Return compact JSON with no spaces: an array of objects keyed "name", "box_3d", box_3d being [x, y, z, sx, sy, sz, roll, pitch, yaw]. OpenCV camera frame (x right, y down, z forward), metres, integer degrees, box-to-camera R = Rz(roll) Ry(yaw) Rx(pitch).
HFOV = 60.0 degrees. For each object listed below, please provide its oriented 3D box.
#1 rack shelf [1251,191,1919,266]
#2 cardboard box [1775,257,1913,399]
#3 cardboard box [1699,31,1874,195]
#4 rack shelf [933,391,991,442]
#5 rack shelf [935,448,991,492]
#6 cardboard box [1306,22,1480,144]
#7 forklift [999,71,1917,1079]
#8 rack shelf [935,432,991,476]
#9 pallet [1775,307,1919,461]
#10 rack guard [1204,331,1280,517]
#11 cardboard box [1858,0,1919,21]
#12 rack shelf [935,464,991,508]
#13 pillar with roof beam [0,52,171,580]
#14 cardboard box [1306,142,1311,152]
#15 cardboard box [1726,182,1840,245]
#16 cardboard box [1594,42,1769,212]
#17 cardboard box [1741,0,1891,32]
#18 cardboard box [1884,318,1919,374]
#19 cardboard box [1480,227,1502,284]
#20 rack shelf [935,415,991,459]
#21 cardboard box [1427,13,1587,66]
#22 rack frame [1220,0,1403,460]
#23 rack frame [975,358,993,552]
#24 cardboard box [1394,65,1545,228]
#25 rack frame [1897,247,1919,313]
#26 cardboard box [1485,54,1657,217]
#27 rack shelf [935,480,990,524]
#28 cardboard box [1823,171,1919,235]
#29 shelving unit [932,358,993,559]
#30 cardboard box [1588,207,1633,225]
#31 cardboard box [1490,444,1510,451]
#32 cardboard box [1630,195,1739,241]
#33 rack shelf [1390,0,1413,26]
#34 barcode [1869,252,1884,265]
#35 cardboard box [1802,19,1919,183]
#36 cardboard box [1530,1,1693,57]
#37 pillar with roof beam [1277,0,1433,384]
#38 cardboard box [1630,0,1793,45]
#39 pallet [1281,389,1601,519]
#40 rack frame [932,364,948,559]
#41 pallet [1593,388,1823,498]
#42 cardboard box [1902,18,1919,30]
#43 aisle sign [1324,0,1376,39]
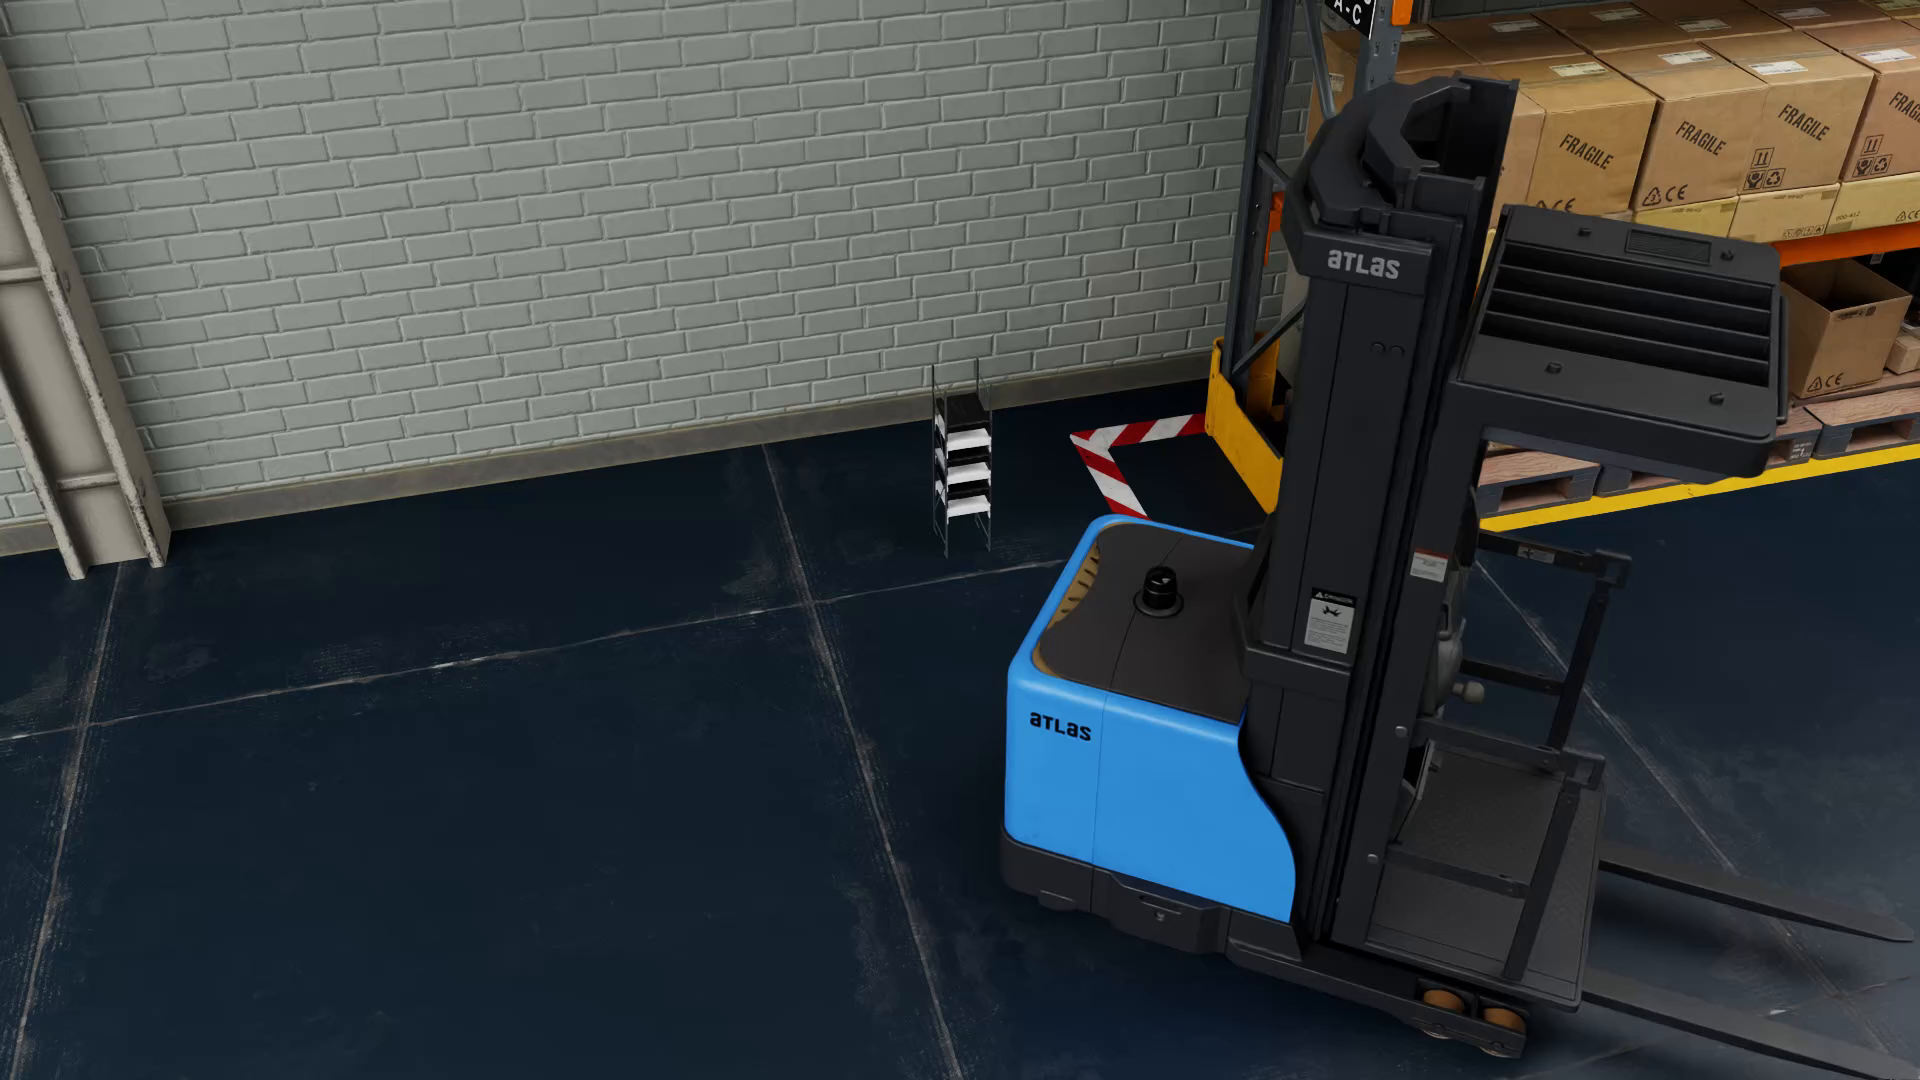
[{"name":"rack shelf","box_3d":[3.409,-1.495,7.828,4.000,0.370,1.077,-9,38,-12]},{"name":"cardboard box","box_3d":[4.349,-1.092,8.404,0.500,0.500,0.500,-12,39,-15]},{"name":"cardboard box","box_3d":[3.493,-1.849,7.188,0.500,0.500,0.500,-8,38,-11]},{"name":"rack shelf","box_3d":[0.008,-0.547,7.334,0.200,0.077,0.258,-9,38,-12]},{"name":"rack shelf","box_3d":[0.008,-0.332,7.499,0.200,0.077,0.258,-9,38,-12]},{"name":"cardboard box","box_3d":[1.878,-1.910,7.267,0.500,0.500,0.500,-10,38,-12]},{"name":"forklift","box_3d":[1.705,0.189,5.090,3.031,2.935,1.130,15,40,18]},{"name":"rack shelf","box_3d":[0.008,-0.404,7.444,0.200,0.077,0.258,-9,38,-12]},{"name":"pallet","box_3d":[4.701,-0.863,8.705,1.213,0.211,1.003,-9,38,-12]},{"name":"rack guard","box_3d":[1.552,-0.483,7.970,0.348,0.500,1.175,-9,38,-12]},{"name":"cardboard box","box_3d":[4.332,-2.312,7.794,0.500,0.500,0.500,-10,38,-12]},{"name":"rack shelf","box_3d":[0.008,-0.261,7.553,0.200,0.077,0.258,-9,38,-12]},{"name":"pillar with roof beam","box_3d":[-2.741,-0.990,1.637,0.400,9.000,9.100,-9,38,-12]},{"name":"cardboard box","box_3d":[1.879,-1.600,7.480,0.500,0.250,0.500,-9,38,-11]},{"name":"cardboard box","box_3d":[3.512,-1.550,7.415,0.500,0.250,0.500,-9,38,-12]},{"name":"cardboard box","box_3d":[2.998,-1.760,7.072,0.500,0.500,0.500,-11,39,-13]},{"name":"cardboard box","box_3d":[3.849,-2.237,7.695,0.500,0.500,0.500,-8,38,-11]},{"name":"cardboard box","box_3d":[4.832,-1.045,8.617,0.250,0.166,0.380,-14,40,-18]},{"name":"cardboard box","box_3d":[2.032,-1.304,7.092,0.500,0.250,0.500,-10,39,-13]},{"name":"rack shelf","box_3d":[0.008,-0.475,7.389,0.200,0.077,0.258,-9,38,-12]},{"name":"cardboard box","box_3d":[2.367,-1.984,7.364,0.500,0.500,0.500,-9,38,-11]},{"name":"rack frame","box_3d":[1.479,-1.464,7.195,0.127,3.000,1.000,-9,38,-12]},{"name":"rack frame","box_3d":[0.106,-0.375,7.499,0.006,0.900,0.240,-9,38,-12]},{"name":"cardboard box","box_3d":[2.018,-1.610,6.875,0.500,0.500,0.500,-9,38,-12]},{"name":"rack frame","box_3d":[5.340,-2.098,8.023,0.127,3.000,1.000,-9,38,-12]},{"name":"cardboard box","box_3d":[2.498,-1.682,6.970,0.500,0.500,0.500,-9,38,-12]},{"name":"rack shelf","box_3d":[0.008,-0.189,7.608,0.200,0.077,0.258,-9,38,-12]},{"name":"cardboard box","box_3d":[3.997,-1.631,7.520,0.500,0.250,0.500,-10,38,-12]},{"name":"shelving unit","box_3d":[0.008,-0.359,7.478,0.210,0.900,0.258,-9,38,-12]},{"name":"cardboard box","box_3d":[2.530,-1.394,7.211,0.500,0.250,0.500,-10,39,-13]},{"name":"cardboard box","box_3d":[2.720,-0.718,8.071,0.500,0.311,0.500,-6,38,-8]},{"name":"cardboard box","box_3d":[3.023,-1.471,7.312,0.500,0.250,0.500,-10,39,-13]},{"name":"rack shelf","box_3d":[3.409,-2.687,6.917,4.000,0.370,1.077,-9,38,-12]},{"name":"barcode","box_3d":[4.756,-1.462,8.624,0.075,0.075,0.001,-9,38,-12]},{"name":"cardboard box","box_3d":[3.995,-1.932,7.296,0.500,0.500,0.500,-10,39,-13]},{"name":"cardboard box","box_3d":[2.865,-2.068,7.474,0.500,0.500,0.500,-10,39,-13]},{"name":"pillar with roof beam","box_3d":[3.051,-1.940,2.880,0.400,9.000,9.100,-9,38,-12]},{"name":"cardboard box","box_3d":[3.351,-2.148,7.579,0.500,0.500,0.500,-9,38,-11]},{"name":"pallet","box_3d":[2.345,-0.477,8.199,1.213,0.211,1.003,-9,38,-12]},{"name":"rack frame","box_3d":[-0.090,-0.343,7.457,0.006,0.900,0.240,-9,38,-12]},{"name":"pallet","box_3d":[3.521,-0.668,8.449,1.213,0.211,1.003,-9,38,-12]},{"name":"cardboard box","box_3d":[4.484,-2.005,7.392,0.500,0.500,0.500,-10,38,-12]},{"name":"aisle sign","box_3d":[1.487,-2.309,6.160,0.004,0.787,0.394,-9,38,-12]}]
